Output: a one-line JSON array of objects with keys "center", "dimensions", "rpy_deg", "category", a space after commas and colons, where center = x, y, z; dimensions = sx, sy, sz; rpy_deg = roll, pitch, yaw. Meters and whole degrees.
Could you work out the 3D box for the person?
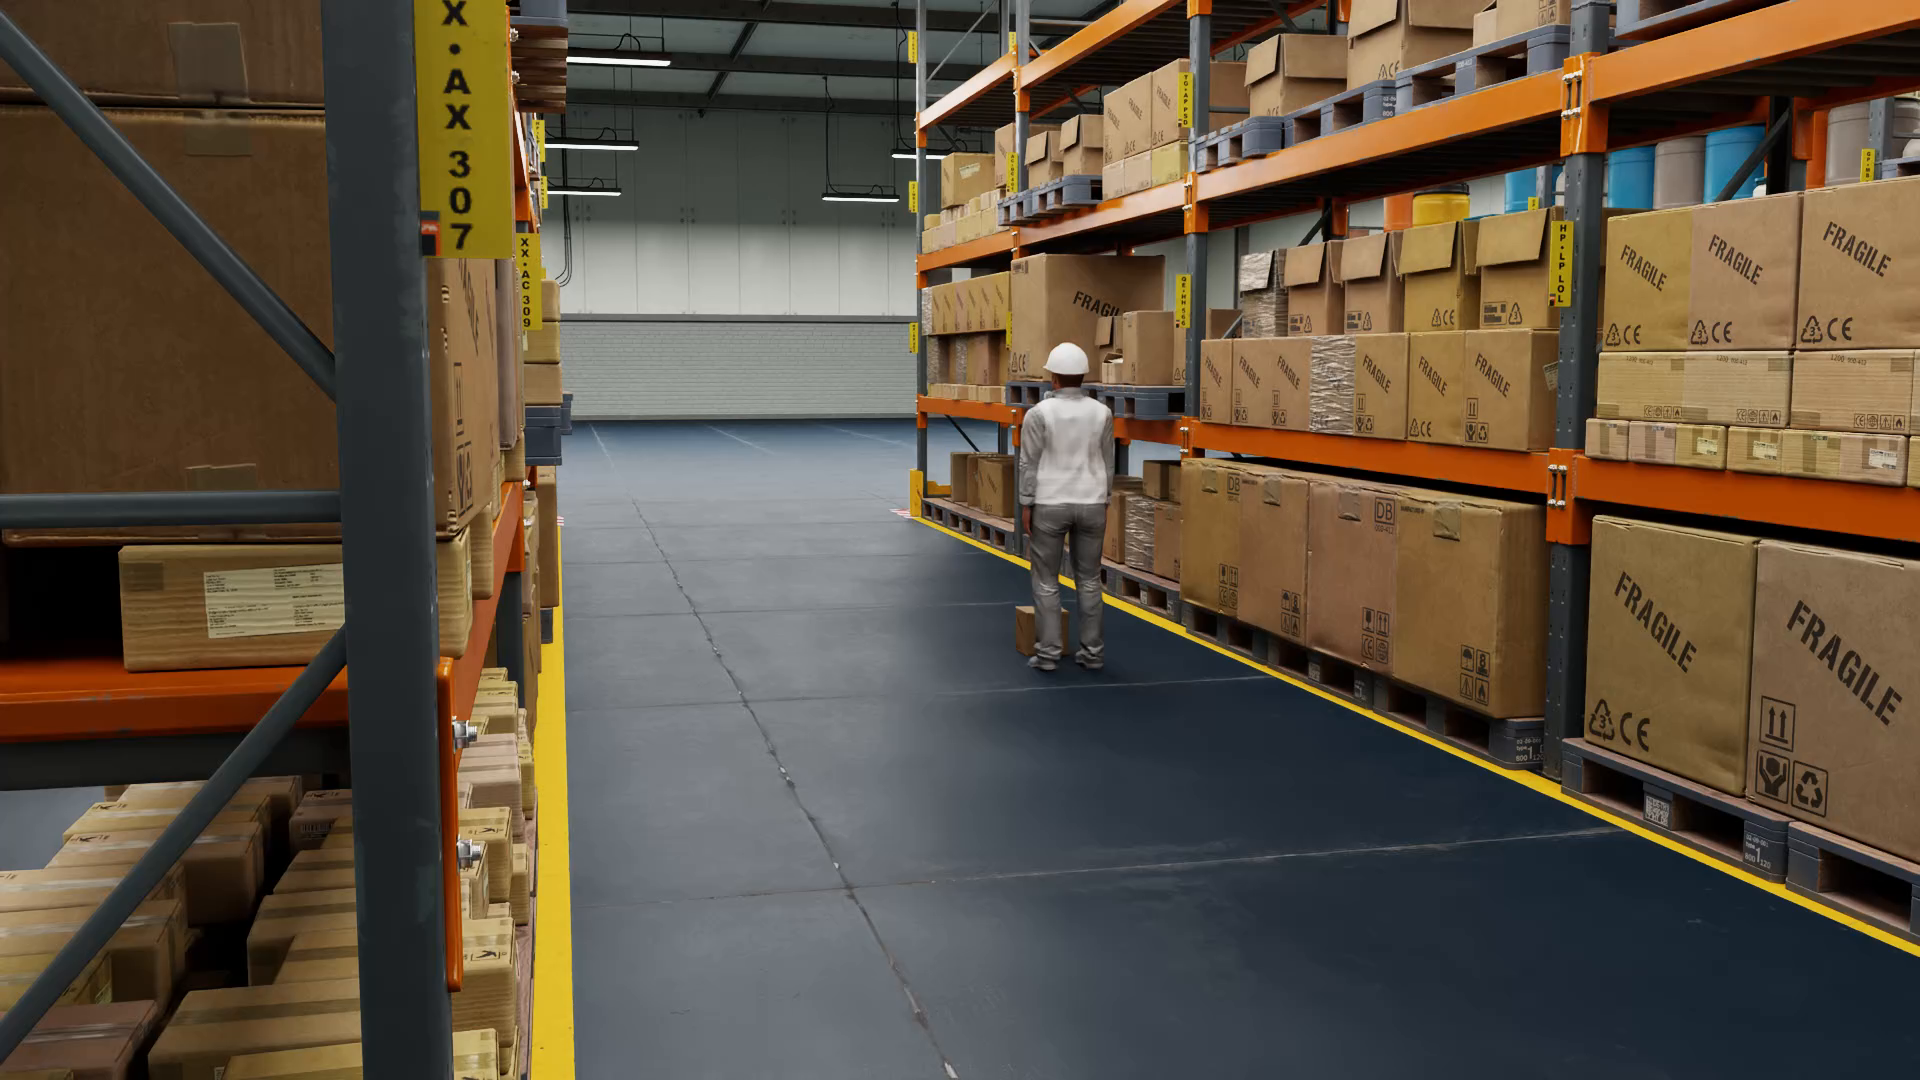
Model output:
[{"center": [0.571, -0.178, 9.055], "dimensions": [0.532, 1.777, 0.358], "rpy_deg": [-1, 6, -12], "category": "person"}]
